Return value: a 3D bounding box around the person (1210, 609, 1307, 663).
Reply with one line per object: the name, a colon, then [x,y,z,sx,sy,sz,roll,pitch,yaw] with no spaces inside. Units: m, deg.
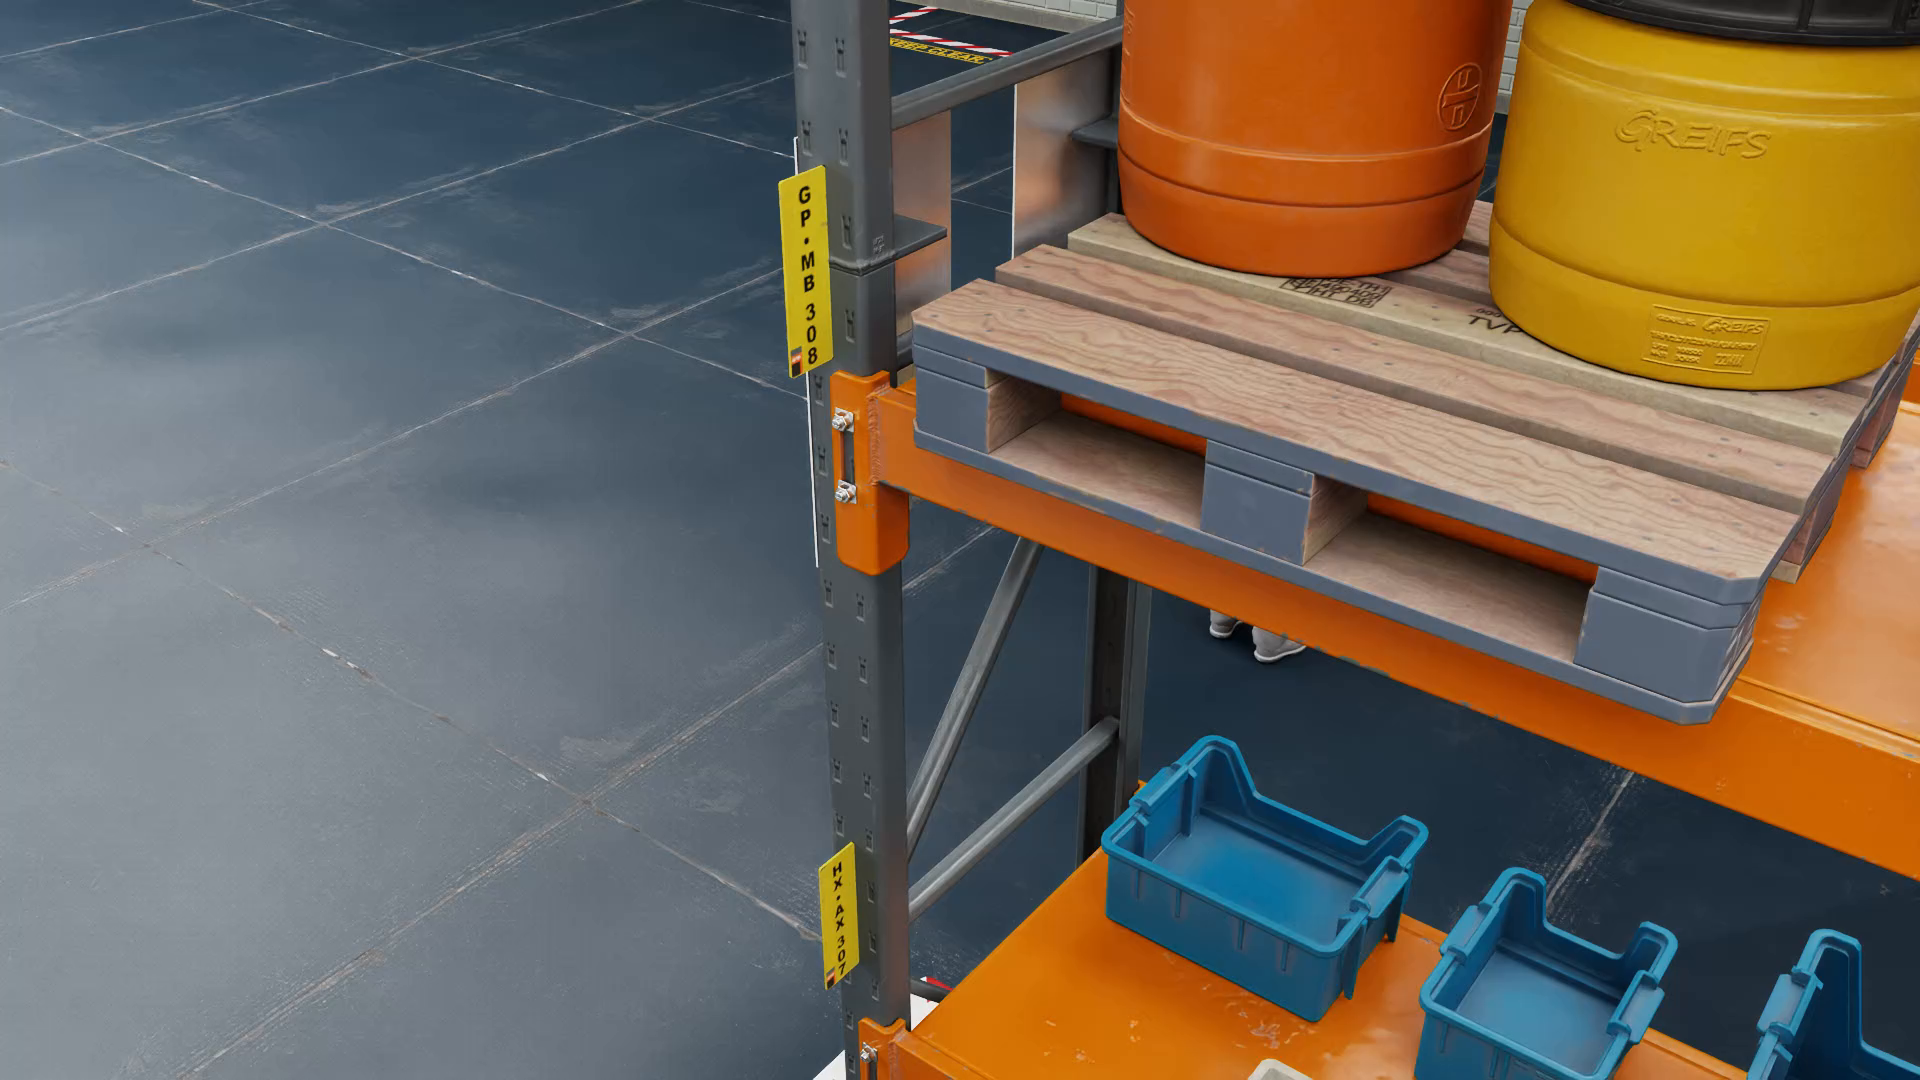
person: [1.200,-0.295,6.625,0.507,1.658,0.415,22,37,31]
